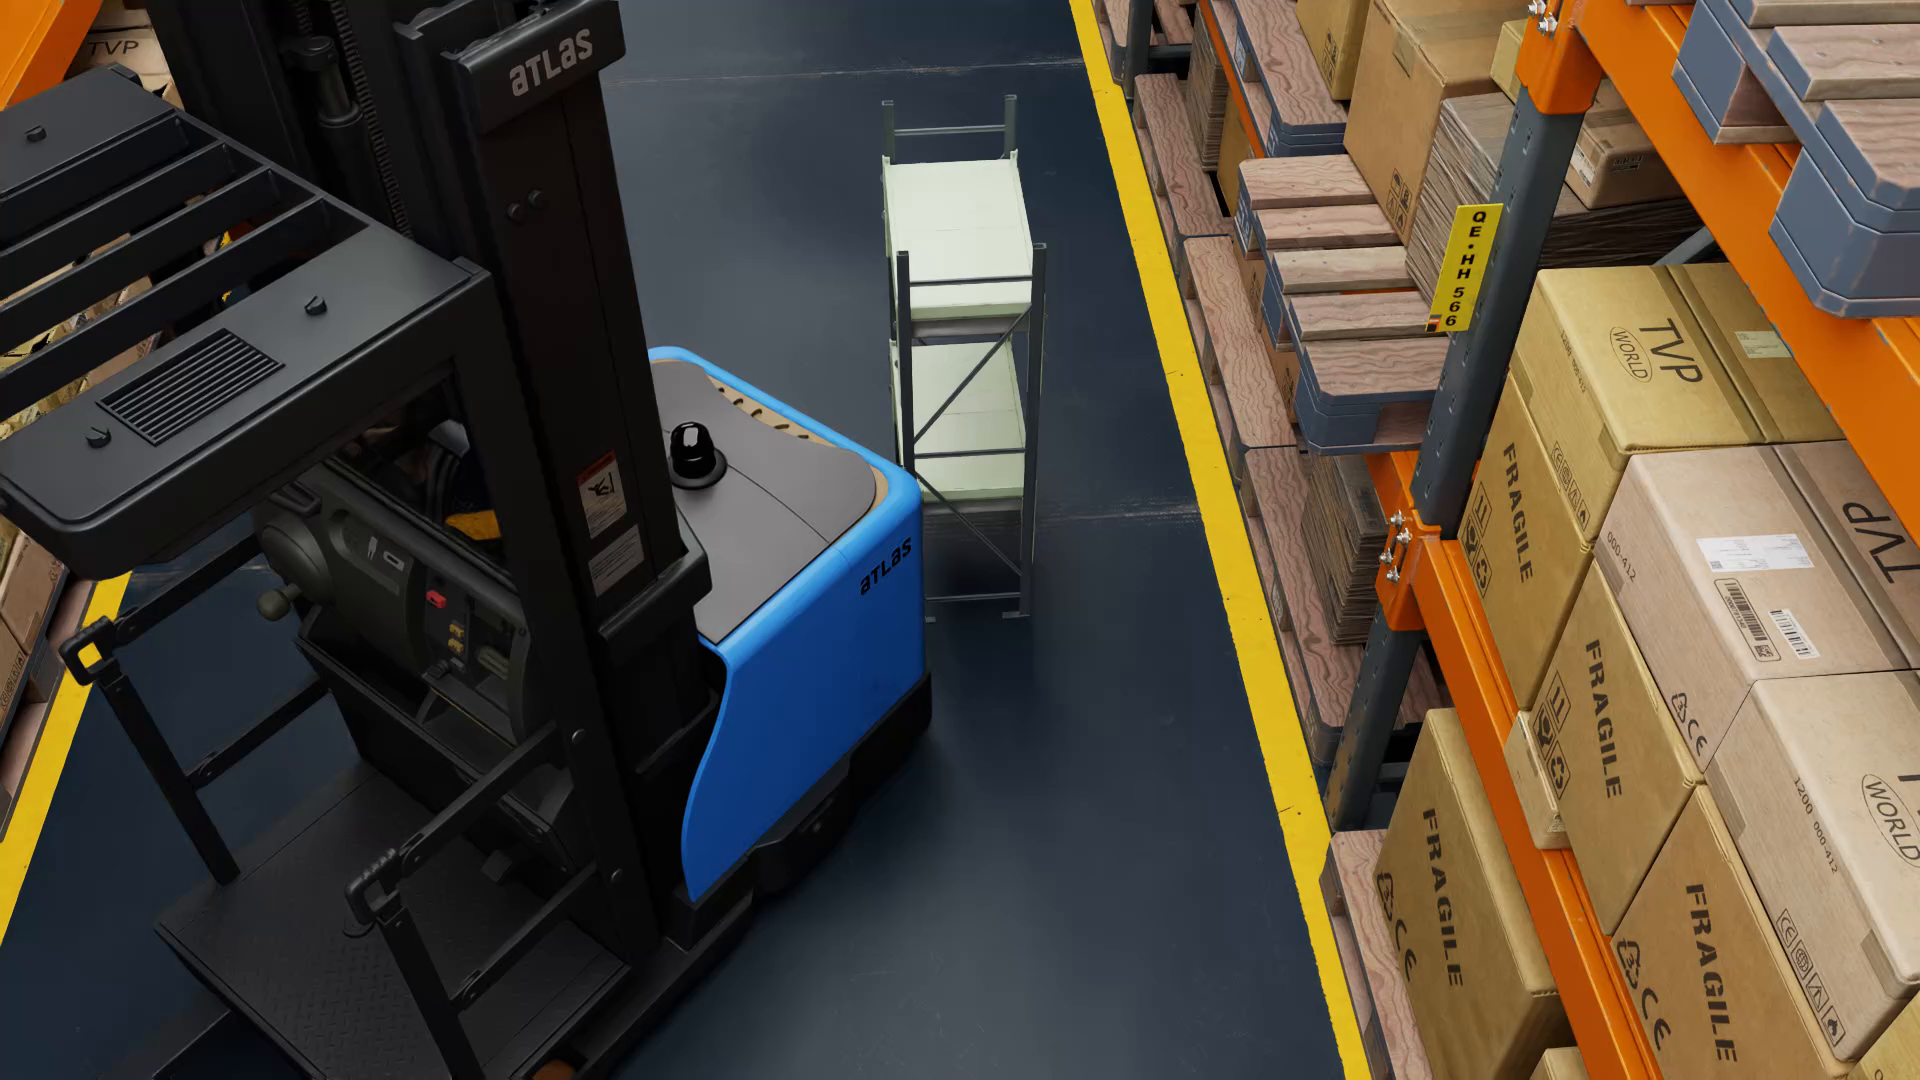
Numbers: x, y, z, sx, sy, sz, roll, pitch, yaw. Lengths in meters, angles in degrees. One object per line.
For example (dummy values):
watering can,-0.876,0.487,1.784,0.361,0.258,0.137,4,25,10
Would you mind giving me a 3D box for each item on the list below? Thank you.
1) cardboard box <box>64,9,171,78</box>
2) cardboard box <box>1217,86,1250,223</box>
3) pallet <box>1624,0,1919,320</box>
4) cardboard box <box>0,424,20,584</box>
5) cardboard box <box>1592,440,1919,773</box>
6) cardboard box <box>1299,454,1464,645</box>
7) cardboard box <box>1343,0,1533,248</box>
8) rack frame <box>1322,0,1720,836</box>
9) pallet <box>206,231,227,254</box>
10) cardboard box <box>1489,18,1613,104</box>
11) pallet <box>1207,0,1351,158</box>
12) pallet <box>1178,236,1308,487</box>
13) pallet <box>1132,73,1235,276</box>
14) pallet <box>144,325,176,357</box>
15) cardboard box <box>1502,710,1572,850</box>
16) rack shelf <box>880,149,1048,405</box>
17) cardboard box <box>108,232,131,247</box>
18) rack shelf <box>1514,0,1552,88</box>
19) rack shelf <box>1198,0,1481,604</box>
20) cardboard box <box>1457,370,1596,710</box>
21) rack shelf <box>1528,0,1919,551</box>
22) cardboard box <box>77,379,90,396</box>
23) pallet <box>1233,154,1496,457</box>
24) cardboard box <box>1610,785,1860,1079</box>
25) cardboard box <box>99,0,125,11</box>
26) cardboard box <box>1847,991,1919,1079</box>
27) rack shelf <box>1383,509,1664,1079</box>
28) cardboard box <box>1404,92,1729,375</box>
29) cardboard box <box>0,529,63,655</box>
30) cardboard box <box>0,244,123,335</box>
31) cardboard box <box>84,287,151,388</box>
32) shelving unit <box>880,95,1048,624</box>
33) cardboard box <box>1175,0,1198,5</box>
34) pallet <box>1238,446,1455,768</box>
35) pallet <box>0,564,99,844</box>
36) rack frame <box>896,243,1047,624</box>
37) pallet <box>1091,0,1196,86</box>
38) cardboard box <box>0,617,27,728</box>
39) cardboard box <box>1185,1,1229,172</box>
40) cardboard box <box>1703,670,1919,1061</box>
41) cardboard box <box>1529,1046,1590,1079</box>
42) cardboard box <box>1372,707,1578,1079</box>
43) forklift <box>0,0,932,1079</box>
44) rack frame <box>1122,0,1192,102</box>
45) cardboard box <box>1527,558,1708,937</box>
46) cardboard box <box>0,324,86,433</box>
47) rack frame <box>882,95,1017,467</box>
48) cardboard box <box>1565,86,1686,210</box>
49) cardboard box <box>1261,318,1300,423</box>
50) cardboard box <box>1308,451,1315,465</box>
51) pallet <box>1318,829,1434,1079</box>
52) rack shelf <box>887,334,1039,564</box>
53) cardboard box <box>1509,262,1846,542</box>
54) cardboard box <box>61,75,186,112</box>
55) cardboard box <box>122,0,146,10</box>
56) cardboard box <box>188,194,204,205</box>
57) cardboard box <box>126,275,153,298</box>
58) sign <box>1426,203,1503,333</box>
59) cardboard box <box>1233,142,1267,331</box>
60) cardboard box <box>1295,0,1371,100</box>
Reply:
cardboard box,-3.357,-1.939,6.739,0.500,0.311,0.500,-3,47,-3
cardboard box,1.431,-1.516,6.539,0.700,0.500,0.500,-4,47,-4
pallet,1.702,-0.737,2.446,1.213,0.211,1.003,-2,47,-1
cardboard box,-3.145,-0.097,4.994,0.500,0.311,0.500,-5,47,-4
cardboard box,1.422,0.099,2.787,0.500,0.250,0.500,-4,47,-4
cardboard box,1.482,-0.042,5.143,0.700,0.500,0.500,-3,47,-3
cardboard box,1.472,-1.161,4.412,0.700,0.500,0.500,-7,47,-7
rack frame,1.595,-0.233,3.905,1.000,3.000,0.127,-3,47,-3
pallet,-3.576,-1.334,6.868,1.003,0.211,1.213,-3,47,-3
cardboard box,1.494,-1.121,3.927,0.380,0.149,0.250,-11,47,-10
pallet,1.388,-1.597,5.328,1.003,0.211,1.213,-3,47,-3
pallet,1.432,-0.720,6.287,1.003,0.211,1.213,-3,47,-3
pallet,1.327,-1.605,7.125,1.003,0.211,1.213,-3,47,-3
pallet,-3.470,-0.449,6.030,1.003,0.211,1.213,-3,47,-3
cardboard box,1.342,0.479,3.390,0.380,0.149,0.250,-2,47,-2
rack shelf,-0.001,-0.789,4.927,0.431,0.370,0.720,-3,47,-3
cardboard box,-3.267,-1.202,6.041,0.500,0.311,0.500,-4,47,-3
rack shelf,1.427,-2.464,4.447,1.077,0.370,4.000,-3,47,-3
rack shelf,1.427,-1.433,5.536,1.077,0.370,4.000,-3,47,-3
cardboard box,1.380,-0.010,3.406,0.500,0.500,0.500,-2,47,-2
rack shelf,1.762,0.430,1.706,1.077,0.370,4.000,-3,47,-3
cardboard box,-3.185,-0.264,5.539,0.500,0.250,0.500,-5,47,-4
pallet,1.429,-0.676,4.457,1.213,0.211,1.003,-3,47,-3
cardboard box,1.455,0.729,2.706,0.500,0.500,0.500,-4,47,-3
cardboard box,-3.933,-2.344,7.509,0.500,0.250,0.500,-3,47,-3
cardboard box,1.516,0.829,2.095,0.500,0.250,0.500,-4,47,-4
rack shelf,1.762,1.461,2.795,1.077,0.370,4.000,-3,47,-3
cardboard box,1.545,-0.758,4.030,0.700,0.500,0.500,-8,47,-8
cardboard box,-3.135,0.111,5.183,0.500,0.250,0.500,-5,47,-4
cardboard box,-3.229,-0.838,5.696,0.500,0.311,0.500,-4,47,-4
cardboard box,-3.227,-0.635,5.890,0.500,0.250,0.500,-3,47,-2
shelving unit,-0.001,-0.521,5.210,0.431,1.500,0.755,-3,47,-3
cardboard box,1.185,-2.689,7.879,0.380,0.166,0.250,-9,47,-8
pallet,1.531,0.160,5.453,1.003,0.211,1.213,-3,47,-3
pallet,-3.371,0.432,5.196,1.003,0.211,1.213,-3,47,-3
rack frame,0.030,-0.256,4.959,0.400,1.500,0.023,-3,47,-3
pallet,1.168,-2.652,8.116,1.003,0.211,1.213,-3,47,-3
cardboard box,-3.092,0.475,4.839,0.500,0.250,0.500,-4,47,-3
cardboard box,1.338,-1.887,6.890,0.700,0.500,0.500,-2,47,-2
cardboard box,1.467,0.460,2.444,0.500,0.250,0.500,-3,47,-3
cardboard box,1.593,1.536,3.421,0.750,0.750,0.750,-4,47,-3
cardboard box,1.526,0.902,4.021,0.750,0.750,0.750,-4,47,-4
forklift,-1.387,0.201,3.541,1.130,2.935,3.031,29,53,25
rack frame,1.260,-3.127,6.646,1.000,3.000,0.127,-3,47,-3
cardboard box,1.415,0.370,3.046,0.500,0.500,0.500,-2,47,-2
cardboard box,-3.185,-0.466,5.344,0.500,0.311,0.500,-5,47,-4
rack frame,-0.031,-0.785,5.461,0.400,1.500,0.023,-3,47,-3
cardboard box,1.536,-0.889,3.708,0.380,0.149,0.250,-9,47,-8
cardboard box,1.485,-0.780,5.841,0.700,0.500,0.500,-4,47,-4
cardboard box,1.555,-0.422,5.503,0.700,0.500,0.500,-4,47,-3
pallet,1.586,1.301,4.373,1.003,0.211,1.213,-3,47,-3
rack shelf,-0.001,-0.296,5.447,0.431,0.370,0.720,-3,47,-3
cardboard box,1.378,-0.269,3.135,0.500,0.250,0.500,-2,47,-2
cardboard box,-3.307,-1.563,6.383,0.500,0.311,0.500,-2,47,-2
cardboard box,-3.403,-2.635,7.267,0.500,0.500,0.500,-3,47,-3
cardboard box,-3.312,-1.374,6.590,0.500,0.250,0.500,-4,47,-4
cardboard box,-3.269,-1.004,6.239,0.500,0.250,0.500,-3,47,-2
sign,1.055,-0.564,3.475,0.100,0.325,0.005,-3,47,-3
cardboard box,1.434,-1.145,6.187,0.700,0.500,0.500,-3,47,-3
cardboard box,1.419,-1.658,4.883,0.700,0.500,0.500,-3,47,-3
